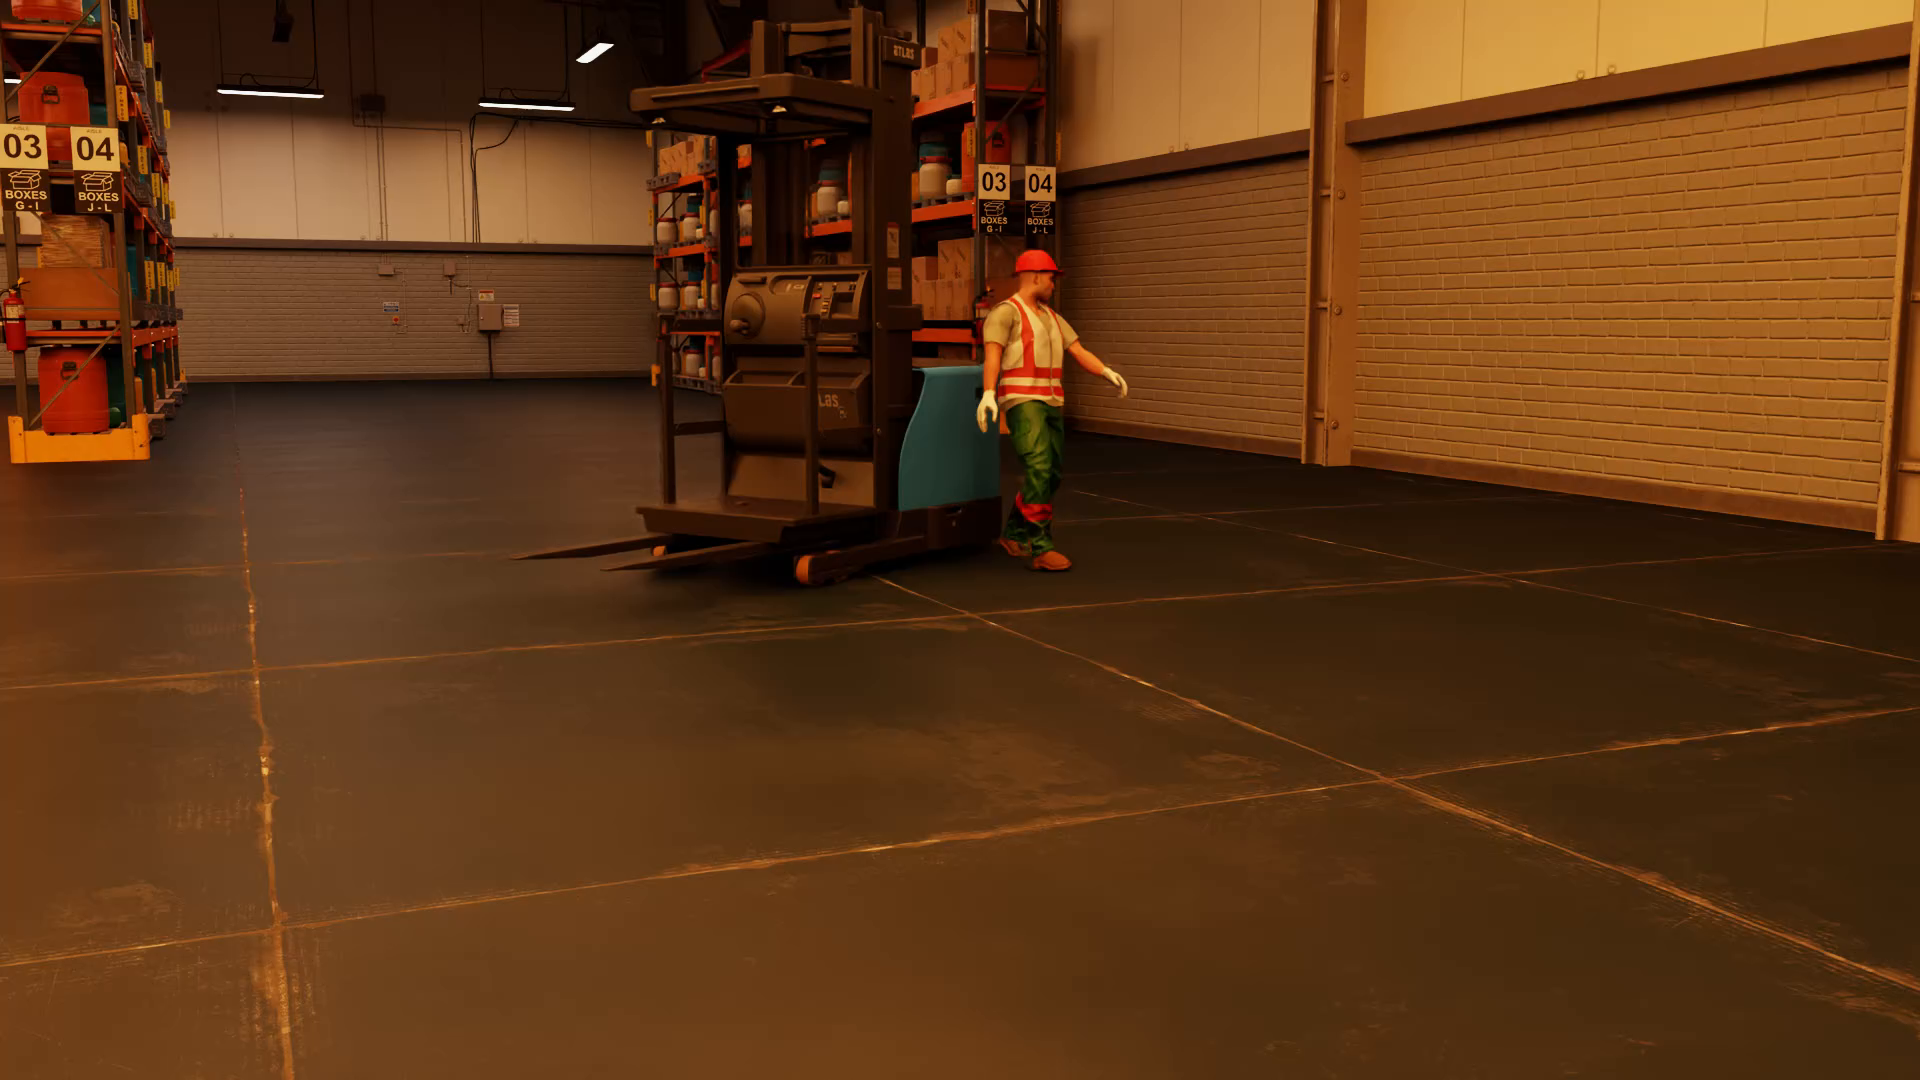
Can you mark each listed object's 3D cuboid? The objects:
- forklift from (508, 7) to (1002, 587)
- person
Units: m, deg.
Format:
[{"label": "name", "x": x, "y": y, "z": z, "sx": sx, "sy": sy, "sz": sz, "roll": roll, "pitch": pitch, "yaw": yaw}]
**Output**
[{"label": "forklift", "x": -0.998, "y": -1.287, "z": 8.702, "sx": 1.130, "sy": 2.935, "sz": 3.031, "roll": 5, "pitch": 9, "yaw": 34}, {"label": "person", "x": 0.408, "y": -0.700, "z": 9.083, "sx": 0.838, "sy": 1.764, "sz": 0.806, "roll": 6, "pitch": 9, "yaw": 37}]
